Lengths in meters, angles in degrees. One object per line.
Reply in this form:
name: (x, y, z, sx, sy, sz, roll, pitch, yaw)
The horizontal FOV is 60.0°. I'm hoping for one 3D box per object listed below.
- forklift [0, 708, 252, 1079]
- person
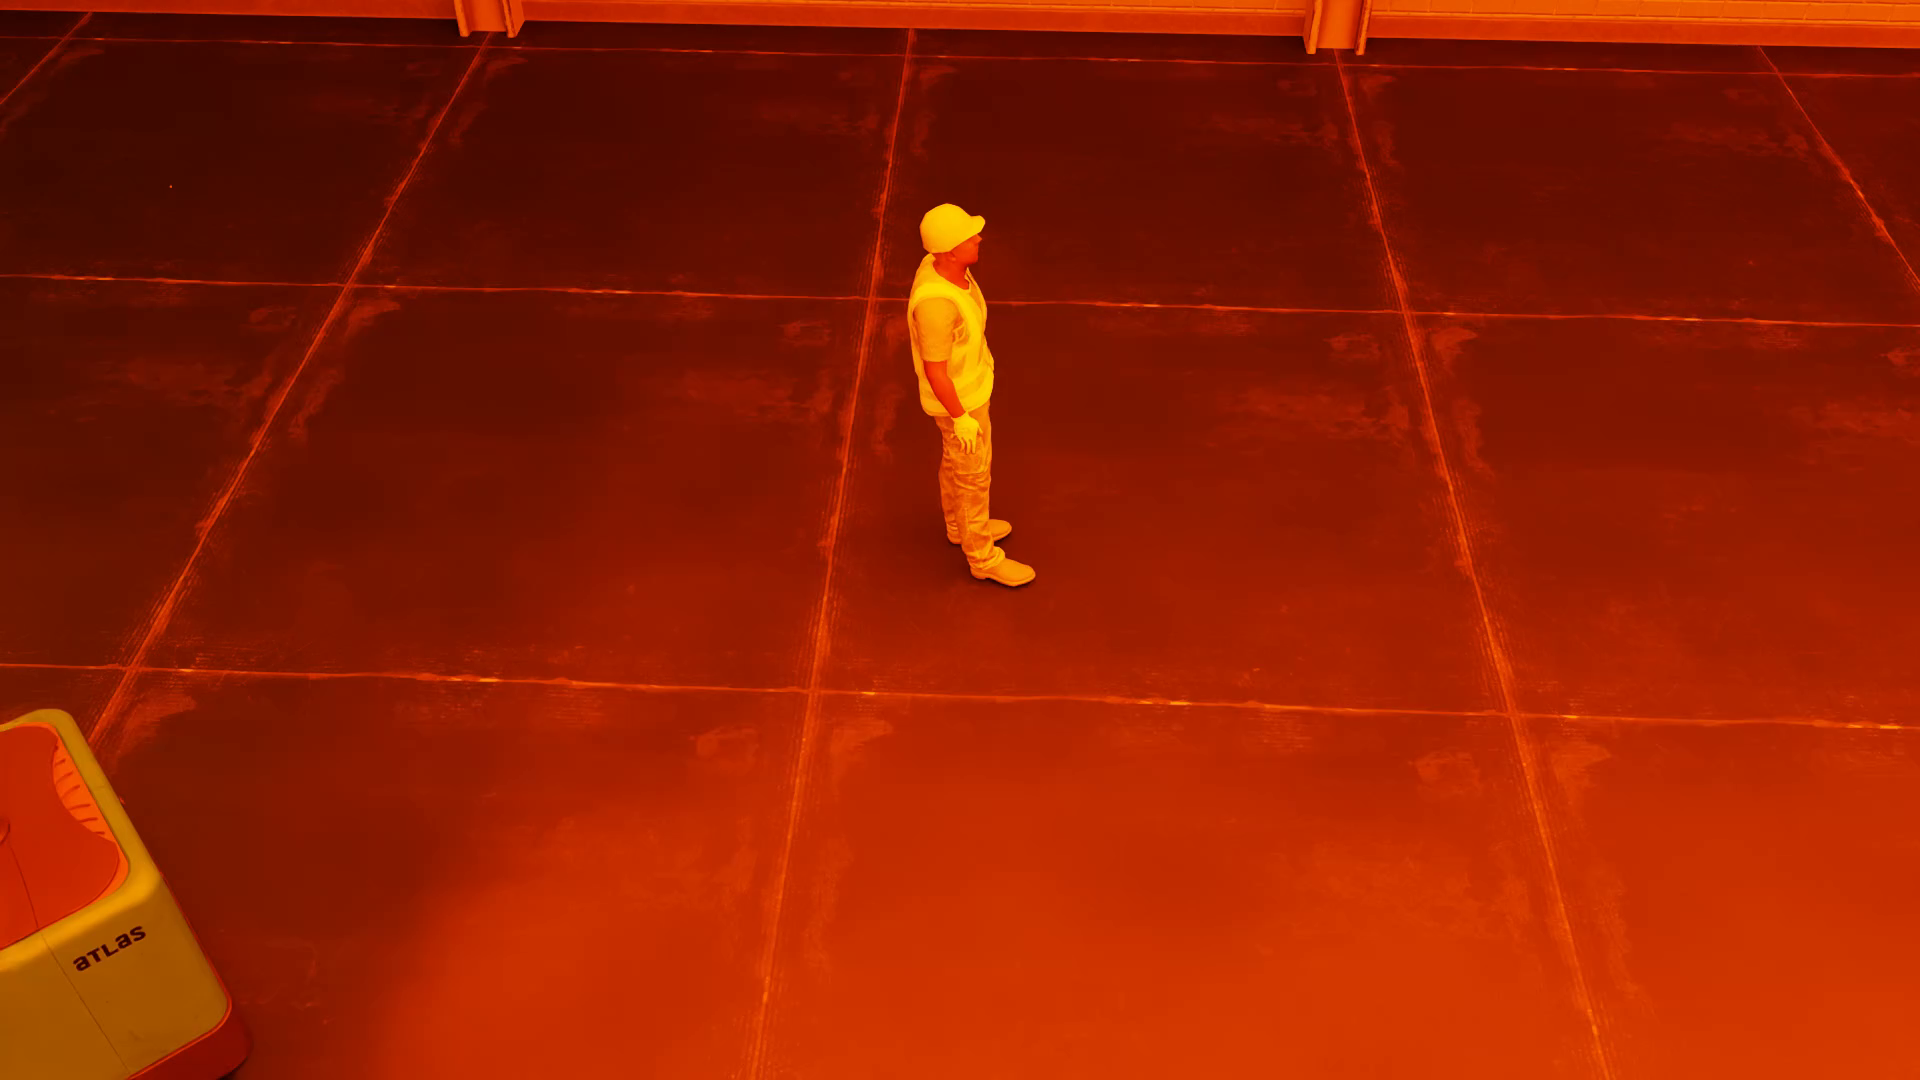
forklift: (-3.957, 1.144, 4.489, 3.031, 2.935, 1.130, -29, 50, -28)
person: (0.072, -0.656, 7.301, 0.576, 1.782, 0.656, 2, 42, 2)
